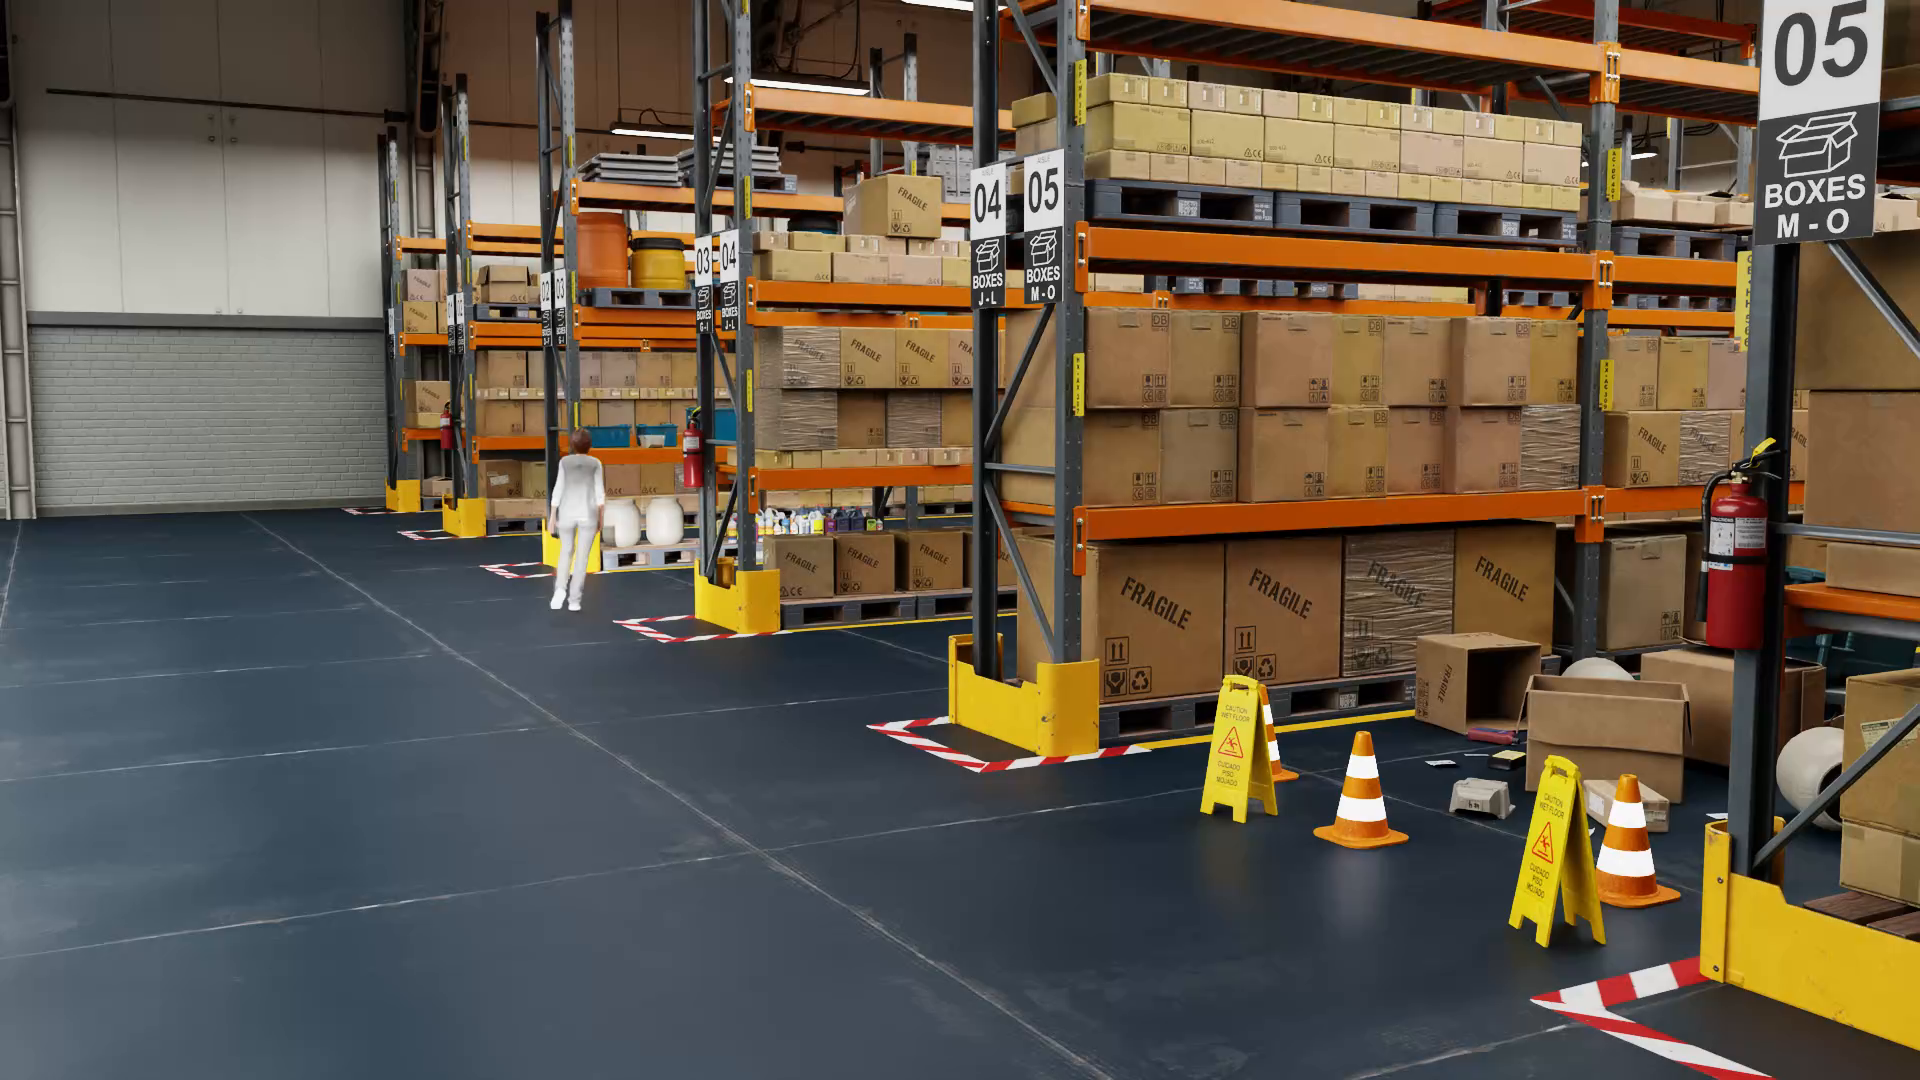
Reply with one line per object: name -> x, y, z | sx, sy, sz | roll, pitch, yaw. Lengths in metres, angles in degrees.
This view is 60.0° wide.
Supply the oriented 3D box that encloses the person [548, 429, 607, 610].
person -> -3.317, -0.160, 14.530 | 0.484, 1.626, 0.529 | 0, 5, 2
